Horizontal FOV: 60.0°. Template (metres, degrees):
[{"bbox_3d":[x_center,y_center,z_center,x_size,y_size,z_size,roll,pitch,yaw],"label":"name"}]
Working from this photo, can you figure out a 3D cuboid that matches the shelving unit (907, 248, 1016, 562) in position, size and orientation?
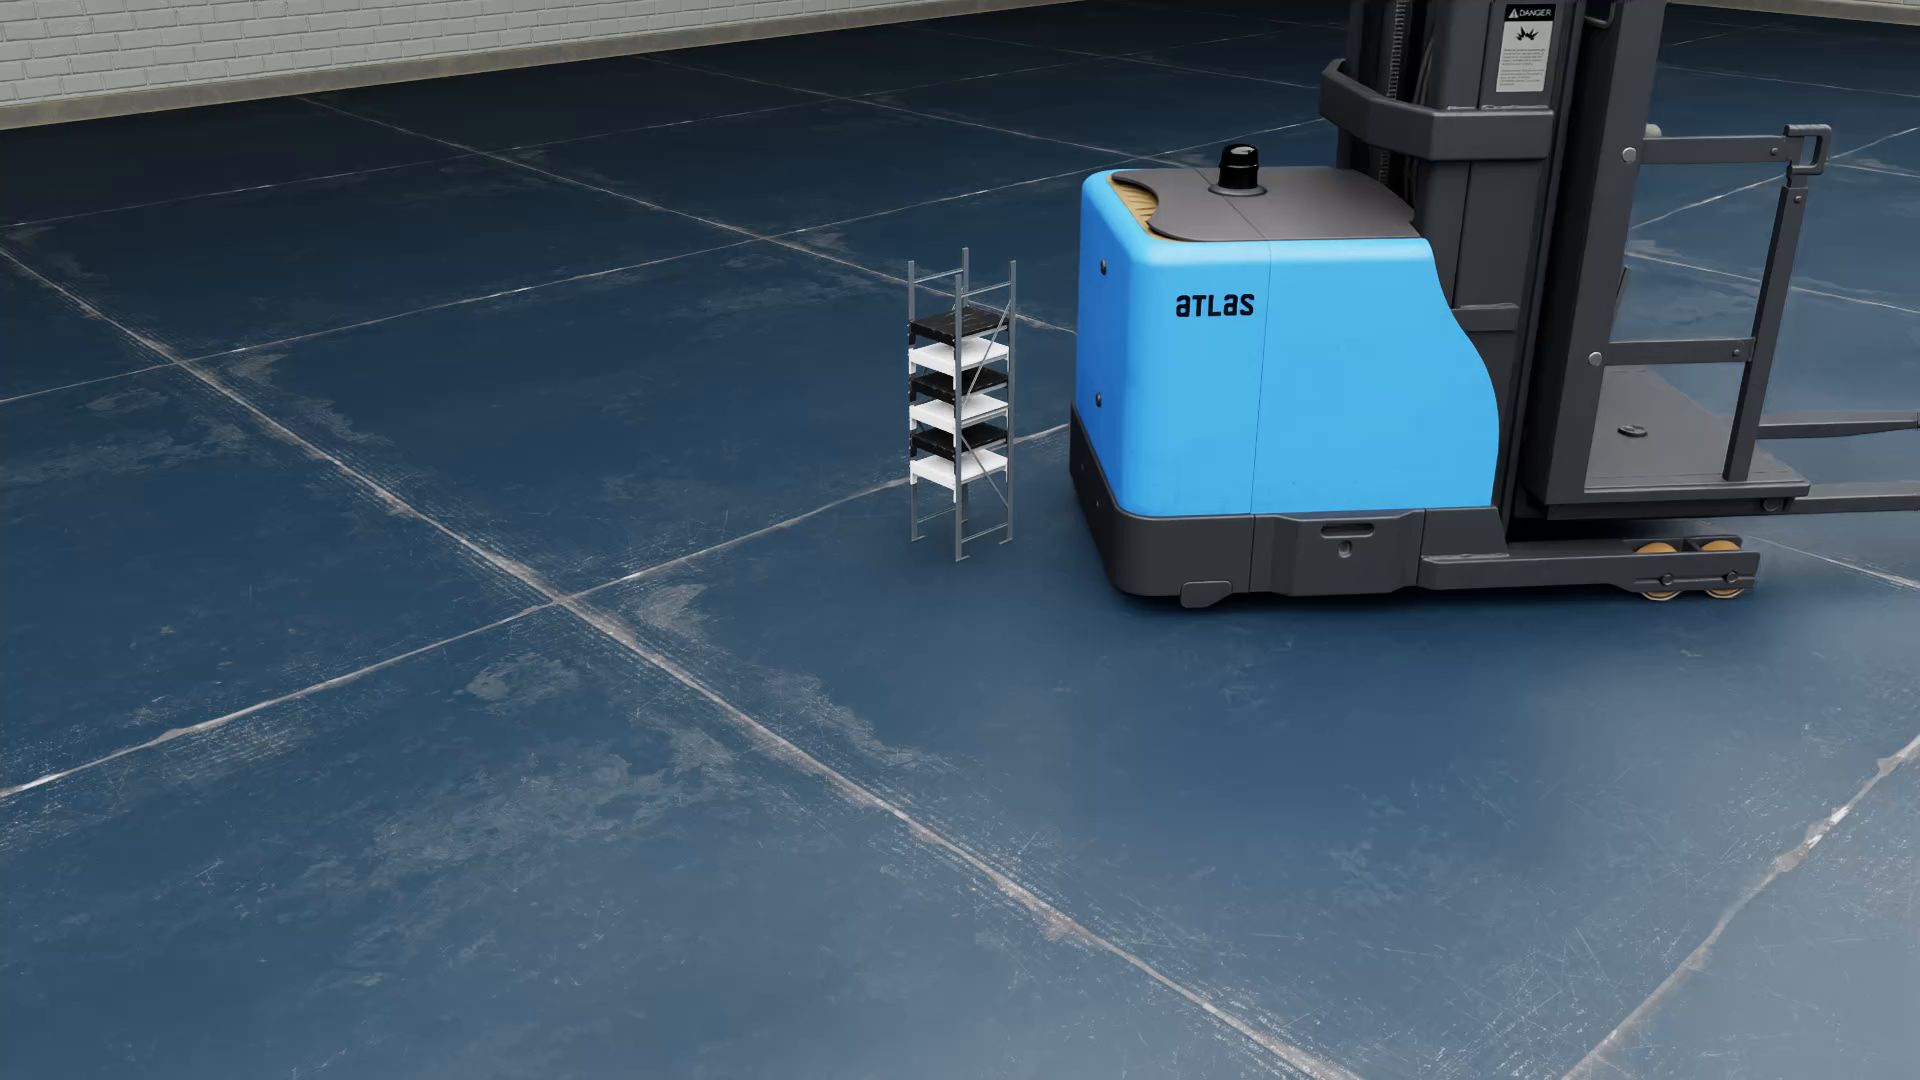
[{"bbox_3d":[0.006,-0.407,5.058,0.258,0.900,0.210,-21,32,-38],"label":"shelving unit"}]

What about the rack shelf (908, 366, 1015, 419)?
[{"bbox_3d":[0.006,-0.459,5.034,0.258,0.077,0.200,-21,32,-38],"label":"rack shelf"}]

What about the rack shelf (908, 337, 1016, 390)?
[{"bbox_3d":[0.006,-0.540,4.997,0.258,0.077,0.200,-21,32,-38],"label":"rack shelf"}]

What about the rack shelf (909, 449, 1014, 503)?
[{"bbox_3d":[0.006,-0.213,5.146,0.258,0.077,0.200,-21,32,-38],"label":"rack shelf"}]

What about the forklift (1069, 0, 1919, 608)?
[{"bbox_3d":[1.912,-1.373,4.729,3.031,2.935,1.130,-2,25,-4],"label":"forklift"}]

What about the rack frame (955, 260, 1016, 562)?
[{"bbox_3d":[0.075,-0.376,4.990,0.240,0.900,0.006,-21,32,-38],"label":"rack frame"}]

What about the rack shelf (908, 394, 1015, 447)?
[{"bbox_3d":[0.006,-0.377,5.072,0.258,0.077,0.200,-21,32,-38],"label":"rack shelf"}]

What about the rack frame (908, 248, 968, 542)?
[{"bbox_3d":[-0.064,-0.438,5.125,0.240,0.900,0.006,-21,32,-38],"label":"rack frame"}]

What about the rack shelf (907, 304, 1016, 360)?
[{"bbox_3d":[0.006,-0.622,4.960,0.258,0.077,0.200,-21,32,-38],"label":"rack shelf"}]

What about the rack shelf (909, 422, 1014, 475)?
[{"bbox_3d":[0.006,-0.295,5.109,0.258,0.077,0.200,-21,32,-38],"label":"rack shelf"}]
